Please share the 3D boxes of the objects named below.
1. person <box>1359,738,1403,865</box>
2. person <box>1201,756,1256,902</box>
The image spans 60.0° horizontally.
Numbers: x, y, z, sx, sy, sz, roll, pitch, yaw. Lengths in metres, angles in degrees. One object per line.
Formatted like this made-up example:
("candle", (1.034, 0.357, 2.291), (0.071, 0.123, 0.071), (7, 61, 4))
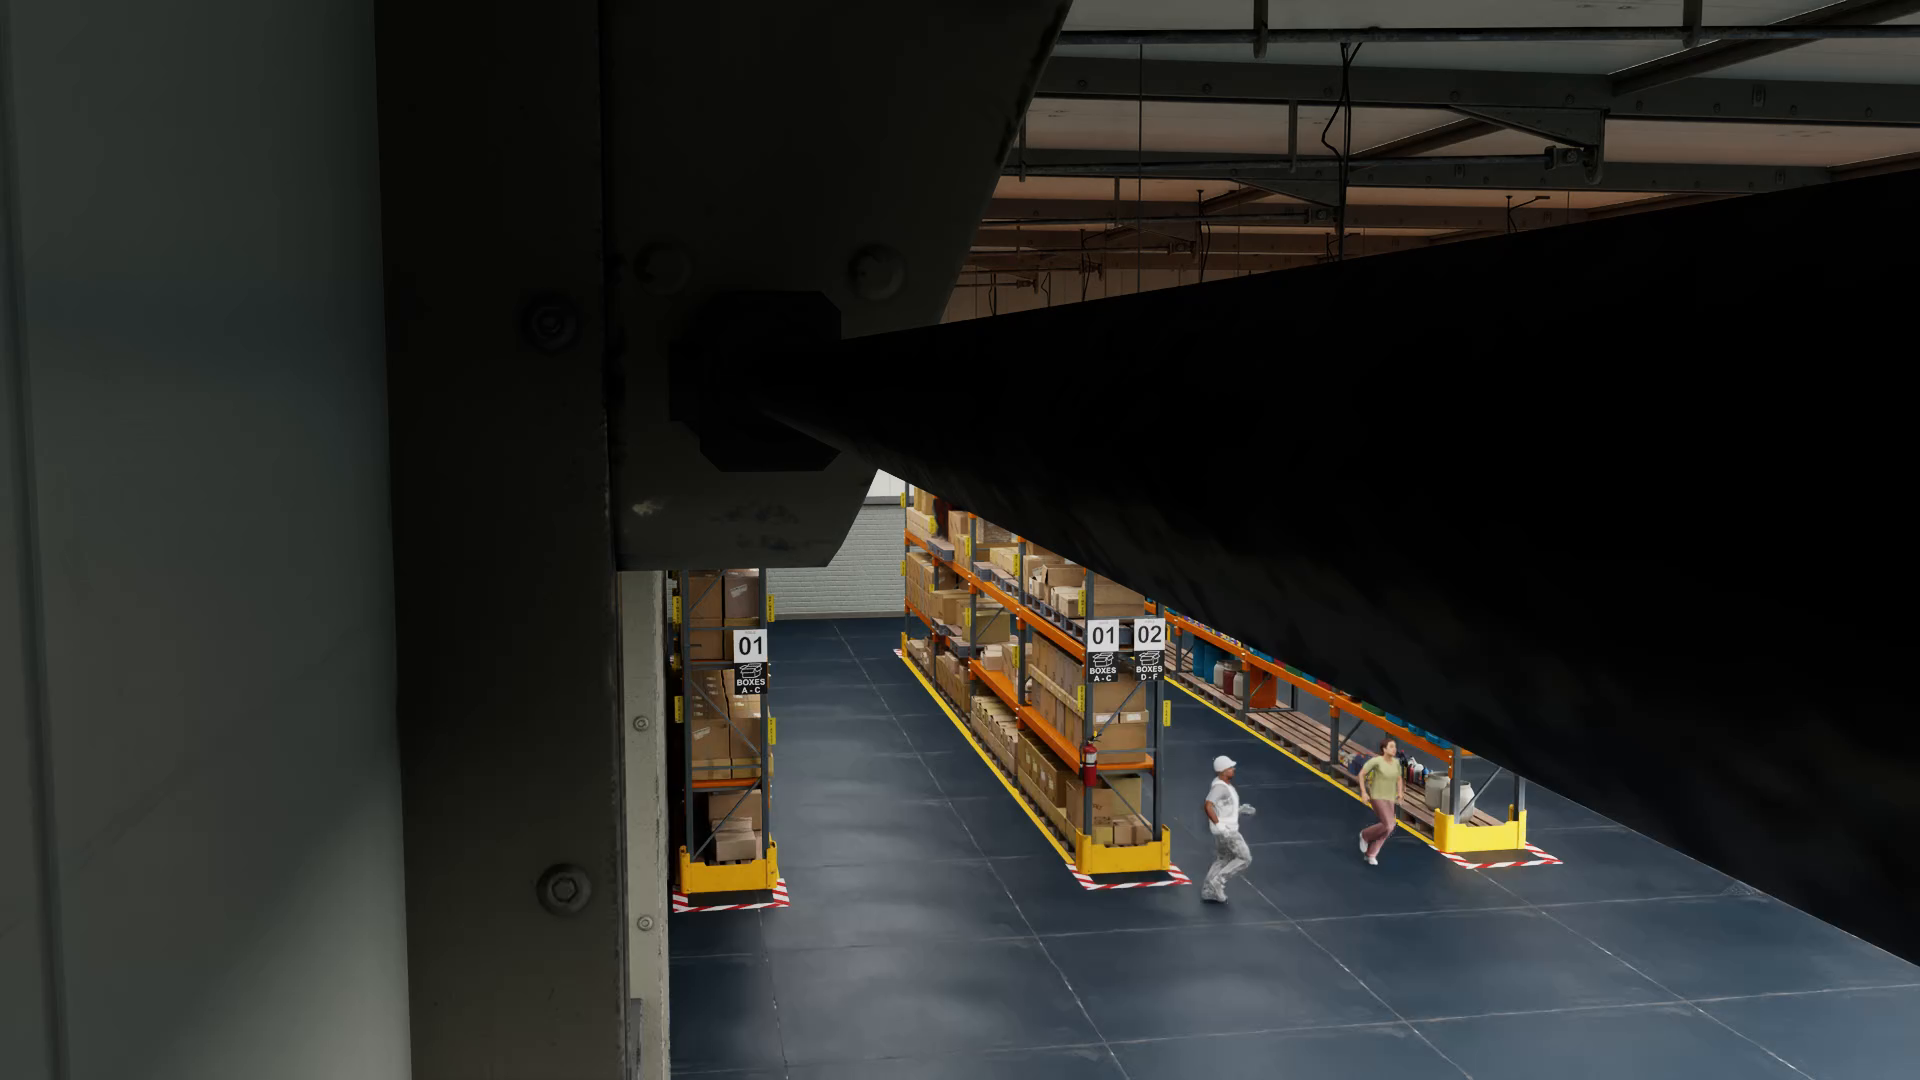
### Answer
("person", (5.456, 3.331, 21.263), (0.613, 1.594, 0.517), (-3, 7, -25))
("person", (3.176, 3.412, 19.629), (0.636, 1.739, 0.670), (0, 6, 4))
